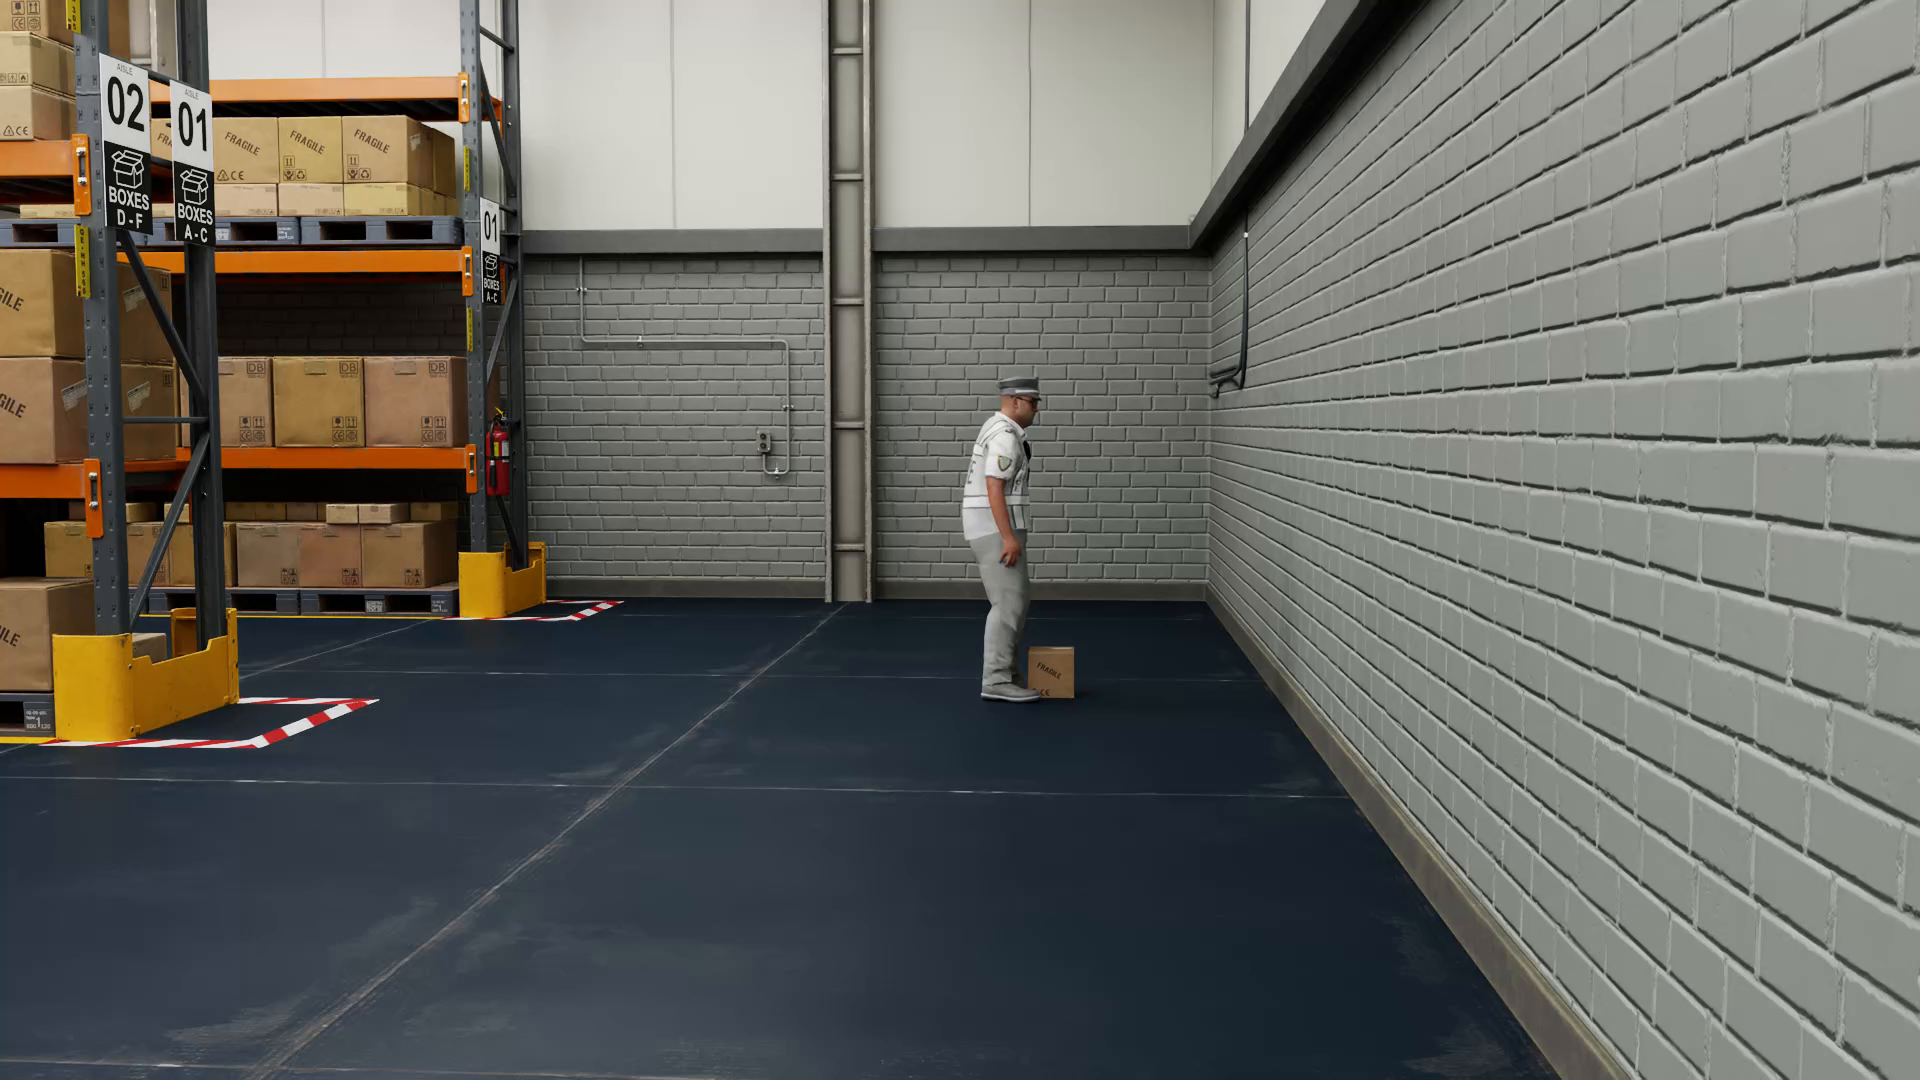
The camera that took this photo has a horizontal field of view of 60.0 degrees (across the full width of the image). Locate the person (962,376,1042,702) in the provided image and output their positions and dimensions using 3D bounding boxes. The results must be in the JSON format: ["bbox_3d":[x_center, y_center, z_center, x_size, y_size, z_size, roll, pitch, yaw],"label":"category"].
[{"bbox_3d":[0.248,-0.021,9.107,0.466,1.748,0.587,0,4,3],"label":"person"}]
